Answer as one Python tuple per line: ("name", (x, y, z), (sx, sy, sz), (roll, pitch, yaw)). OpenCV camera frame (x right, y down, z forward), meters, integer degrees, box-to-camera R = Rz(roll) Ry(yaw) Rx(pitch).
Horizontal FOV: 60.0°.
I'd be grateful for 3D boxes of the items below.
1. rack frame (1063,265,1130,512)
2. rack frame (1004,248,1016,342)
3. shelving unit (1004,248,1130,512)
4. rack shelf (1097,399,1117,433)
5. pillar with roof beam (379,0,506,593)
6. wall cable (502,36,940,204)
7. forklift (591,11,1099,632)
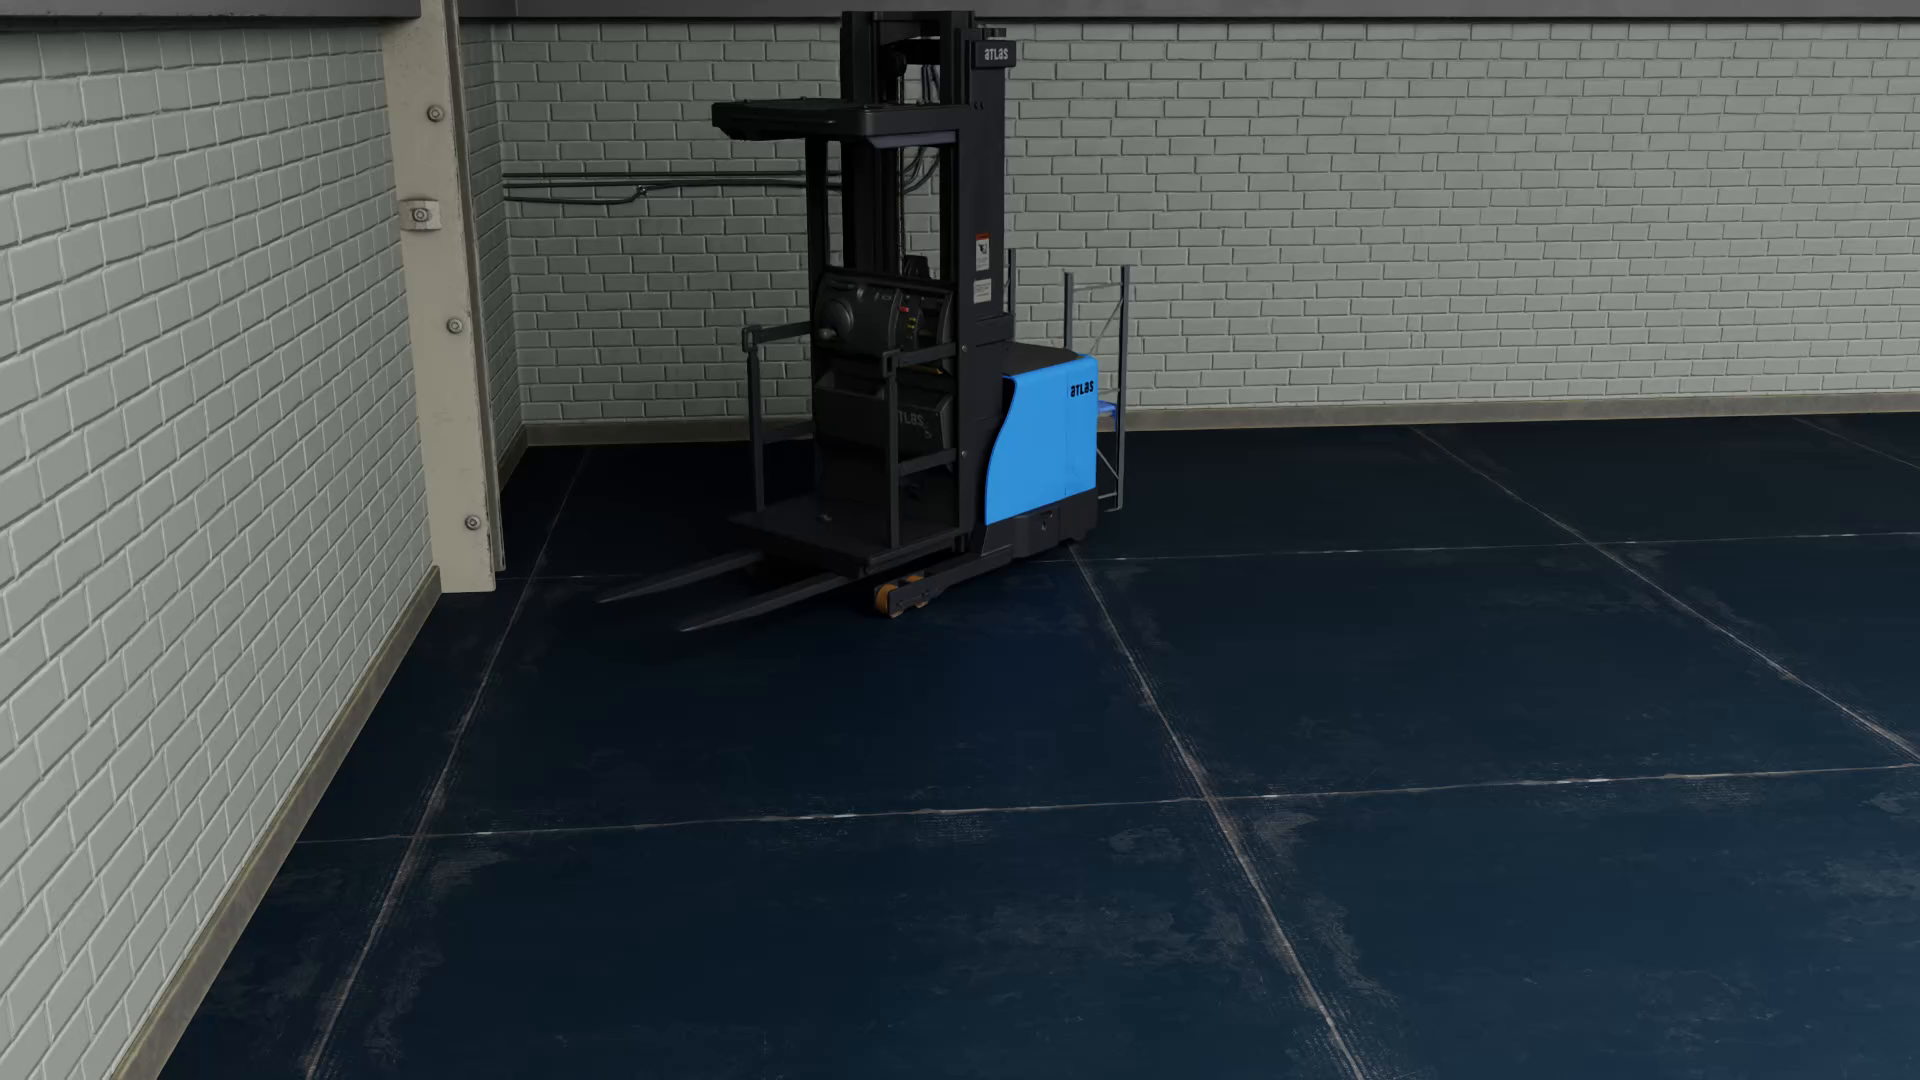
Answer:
("rack frame", (0.804, -0.865, 9.930), (0.500, 1.500, 0.032), (-14, 22, -38))
("rack frame", (0.155, -1.100, 10.677), (0.500, 1.500, 0.032), (-14, 22, -38))
("shelving unit", (0.479, -0.983, 10.303), (0.538, 1.500, 1.048), (-14, 22, -38))
("rack shelf", (0.479, -0.811, 10.357), (0.538, 0.185, 1.000), (-14, 22, -38))
("pillar with roof beam", (1.639, -4.210, 8.064), (9.100, 9.000, 0.400), (-2, 18, -6))
("wall cable", (-1.631, -3.514, 11.031), (3.097, 2.526, 0.112), (-2, 18, -6))
("forklift", (-0.540, -1.177, 8.533), (1.130, 2.935, 3.031), (14, 22, 38))
